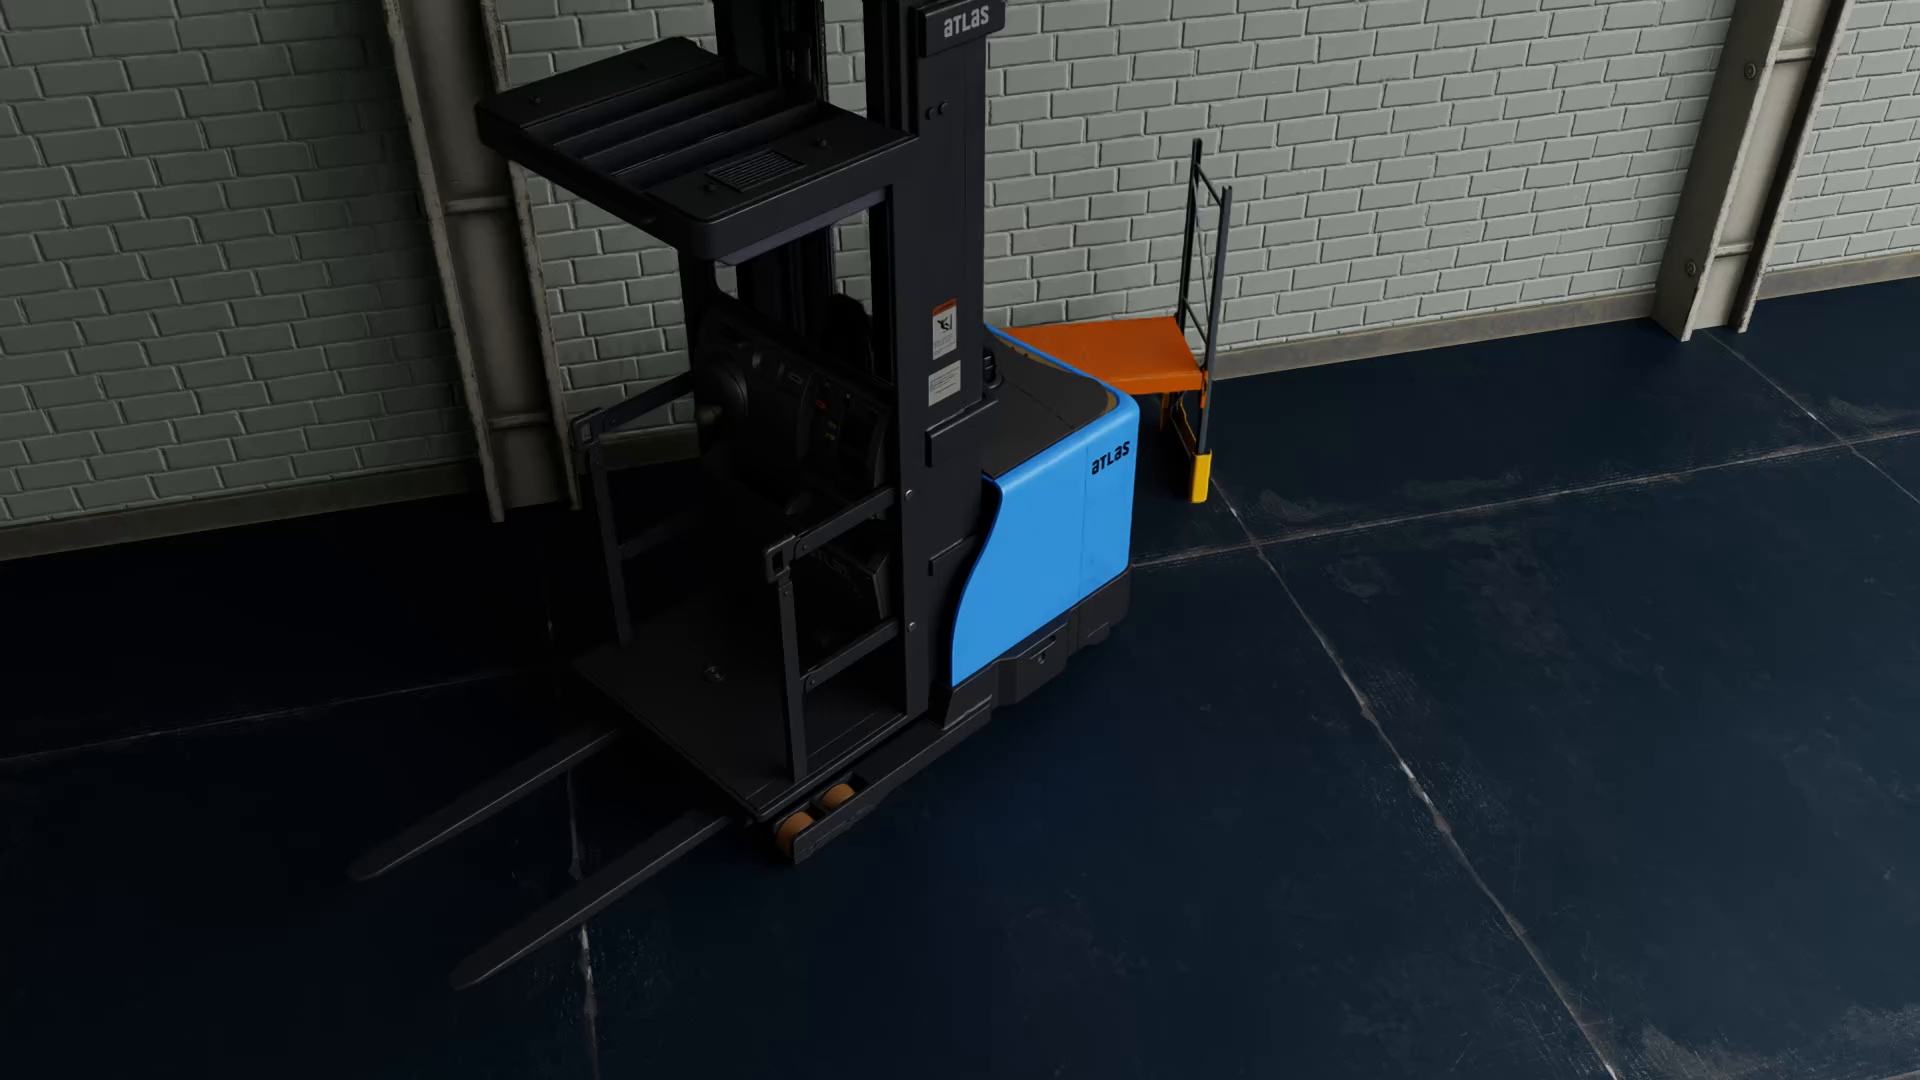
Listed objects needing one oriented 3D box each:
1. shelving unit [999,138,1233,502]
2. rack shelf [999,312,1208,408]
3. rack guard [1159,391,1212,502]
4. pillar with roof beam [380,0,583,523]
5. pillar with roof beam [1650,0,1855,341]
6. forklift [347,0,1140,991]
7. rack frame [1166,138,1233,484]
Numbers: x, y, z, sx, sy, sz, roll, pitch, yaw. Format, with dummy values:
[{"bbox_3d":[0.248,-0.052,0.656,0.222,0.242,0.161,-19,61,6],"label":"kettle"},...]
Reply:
[{"bbox_3d":[0.538,-0.898,7.190,1.083,1.500,0.587,-5,38,-7],"label":"shelving unit"},{"bbox_3d":[0.529,-0.755,7.298,1.000,0.185,0.538,-5,38,-7],"label":"rack shelf"},{"bbox_3d":[1.030,-0.447,7.629,0.087,0.250,0.587,-5,38,-7],"label":"rack guard"},{"bbox_3d":[-0.796,-1.246,1.473,0.400,9.000,9.100,-9,38,-12],"label":"pillar with roof beam"},{"bbox_3d":[4.997,-2.197,2.715,0.400,9.000,9.100,-9,38,-12],"label":"pillar with roof beam"},{"bbox_3d":[-0.711,-0.405,5.367,1.130,2.935,3.031,31,47,34],"label":"forklift"},{"bbox_3d":[1.031,-0.944,7.249,0.032,1.500,0.500,-5,38,-7],"label":"rack frame"}]
